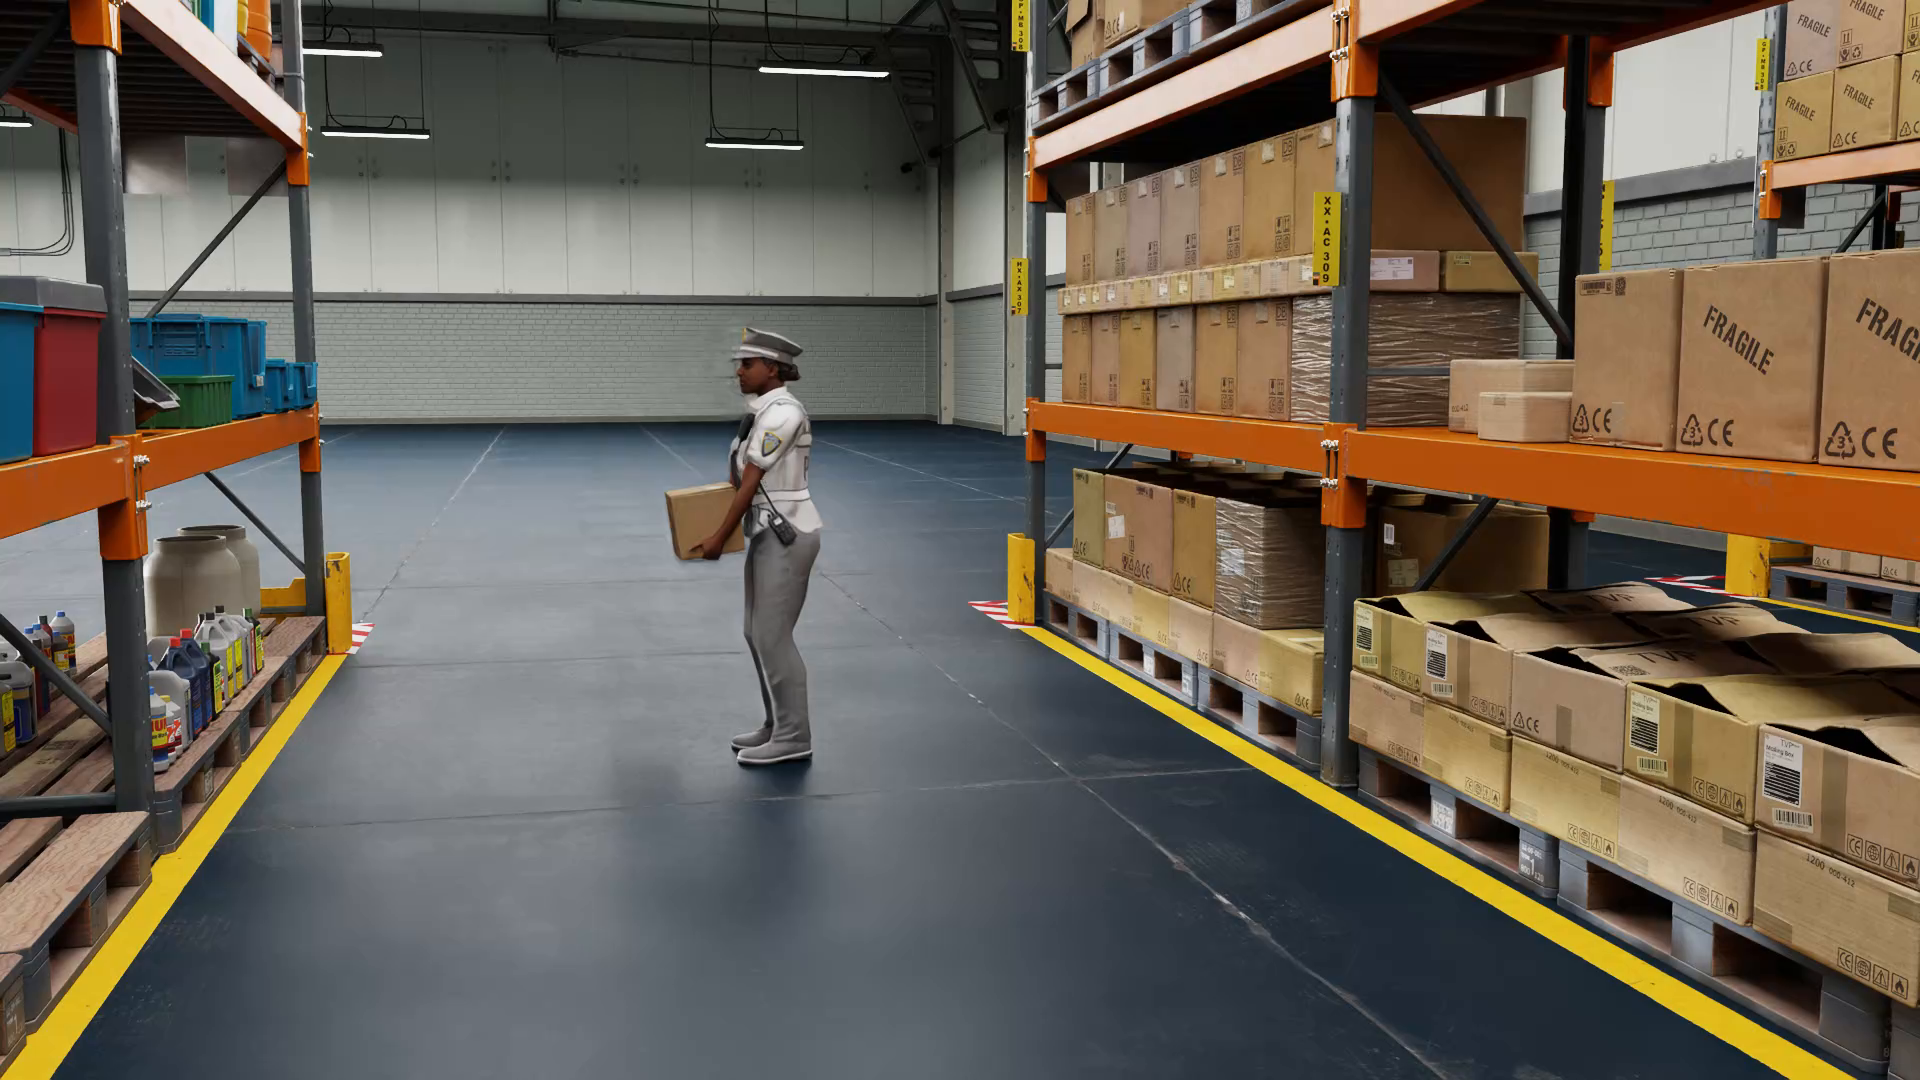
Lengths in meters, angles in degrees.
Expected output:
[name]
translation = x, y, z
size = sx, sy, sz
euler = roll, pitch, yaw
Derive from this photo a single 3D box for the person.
[person]
translation = -0.800, 0.017, 6.467
size = 0.531, 1.685, 0.416
euler = -2, 6, -15
